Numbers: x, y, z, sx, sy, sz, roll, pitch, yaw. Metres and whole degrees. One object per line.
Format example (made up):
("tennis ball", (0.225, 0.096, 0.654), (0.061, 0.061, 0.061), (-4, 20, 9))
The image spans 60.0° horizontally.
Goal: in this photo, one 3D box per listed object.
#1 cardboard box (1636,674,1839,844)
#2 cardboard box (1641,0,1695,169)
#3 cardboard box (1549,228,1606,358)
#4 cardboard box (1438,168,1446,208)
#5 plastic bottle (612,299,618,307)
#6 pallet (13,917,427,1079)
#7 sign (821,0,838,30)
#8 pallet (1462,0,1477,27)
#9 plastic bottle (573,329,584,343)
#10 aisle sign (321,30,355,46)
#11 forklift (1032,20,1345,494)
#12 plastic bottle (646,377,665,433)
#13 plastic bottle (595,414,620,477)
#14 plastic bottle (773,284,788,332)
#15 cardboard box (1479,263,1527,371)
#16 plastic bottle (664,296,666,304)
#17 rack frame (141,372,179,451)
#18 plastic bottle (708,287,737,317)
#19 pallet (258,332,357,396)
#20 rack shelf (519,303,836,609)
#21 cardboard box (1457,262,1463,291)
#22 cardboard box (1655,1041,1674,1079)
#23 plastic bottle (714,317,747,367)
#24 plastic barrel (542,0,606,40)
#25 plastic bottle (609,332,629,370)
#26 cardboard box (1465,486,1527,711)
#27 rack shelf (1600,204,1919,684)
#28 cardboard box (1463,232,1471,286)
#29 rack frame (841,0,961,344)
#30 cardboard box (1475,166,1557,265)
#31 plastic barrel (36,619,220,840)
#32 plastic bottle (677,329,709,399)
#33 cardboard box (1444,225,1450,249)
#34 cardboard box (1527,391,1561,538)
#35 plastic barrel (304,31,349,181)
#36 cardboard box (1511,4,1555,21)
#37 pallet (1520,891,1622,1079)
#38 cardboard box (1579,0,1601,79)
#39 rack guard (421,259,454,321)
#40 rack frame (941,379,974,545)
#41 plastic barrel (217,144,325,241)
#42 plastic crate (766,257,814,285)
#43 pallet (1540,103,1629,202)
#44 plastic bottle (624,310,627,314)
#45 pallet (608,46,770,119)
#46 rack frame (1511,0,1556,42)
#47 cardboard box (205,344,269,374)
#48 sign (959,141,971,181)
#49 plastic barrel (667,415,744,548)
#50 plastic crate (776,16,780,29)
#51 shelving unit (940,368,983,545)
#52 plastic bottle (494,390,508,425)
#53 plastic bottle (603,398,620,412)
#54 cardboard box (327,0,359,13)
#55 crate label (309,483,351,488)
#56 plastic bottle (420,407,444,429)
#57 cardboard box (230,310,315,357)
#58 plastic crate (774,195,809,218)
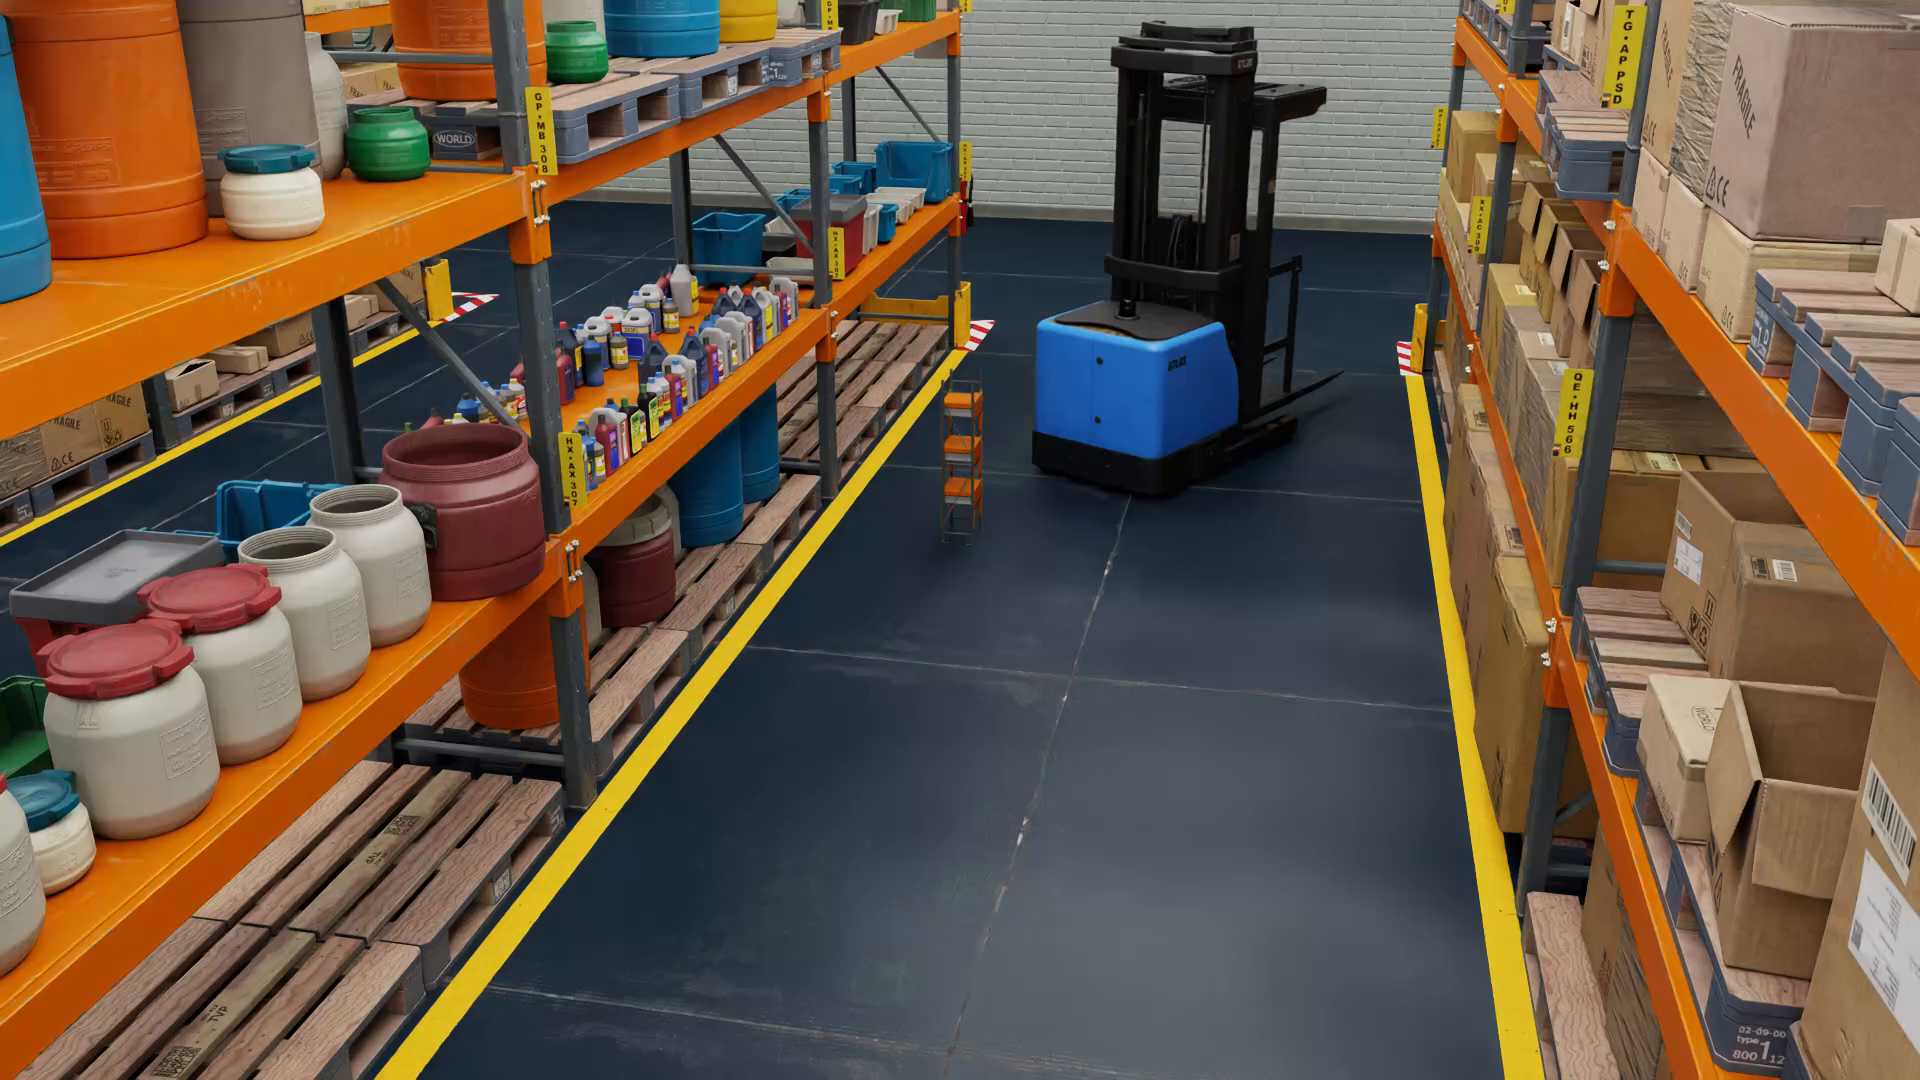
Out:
("cardboard box", (2.152, 0.600, 4.487), (0.500, 0.250, 0.500), (4, 22, 9))
("cardboard box", (2.372, -1.387, 4.965), (0.500, 0.500, 0.500), (5, 22, 11))
("cardboard box", (3.151, -1.132, 7.672), (0.797, 0.503, 0.637), (5, 23, 13))
("cardboard box", (3.990, -2.709, 12.868), (0.500, 0.250, 0.500), (4, 22, 9))
("plastic bottle", (-1.987, -1.230, 9.549), (0.061, 0.283, 0.133), (4, 22, 11))
("pallet", (-2.576, 1.771, 5.674), (1.003, 0.211, 1.213), (4, 22, 11))
("sign", (-0.775, -3.063, 9.918), (0.100, 0.325, 0.005), (4, 22, 11))
("pallet", (4.211, -3.874, 12.061), (1.003, 0.211, 1.213), (4, 22, 11))
("plastic bottle", (-2.087, -1.011, 9.021), (0.097, 0.271, 0.097), (0, 22, 0))
("aisle sign", (-5.619, -4.806, 14.791), (0.394, 0.787, 0.004), (4, 22, 11))
("forklift", (1.818, -2.139, 11.742), (1.130, 2.935, 3.031), (17, 27, 36))
("plastic bottle", (-1.505, -0.664, 8.160), (0.097, 0.271, 0.097), (0, 22, 0))
("plastic bottle", (-1.613, -0.444, 7.597), (0.061, 0.283, 0.133), (4, 22, 11))
("plastic bottle", (-1.080, -1.400, 9.970), (0.061, 0.283, 0.133), (4, 22, 11))
("cardboard box", (3.197, -1.230, 9.259), (0.500, 0.500, 0.500), (5, 22, 11))
("plastic bottle", (-1.838, -1.424, 10.141), (0.097, 0.201, 0.097), (0, 22, 0))
("rack frame", (-6.161, -2.089, 11.527), (1.000, 3.000, 0.127), (4, 22, 11))
("plastic bottle", (-1.359, -1.270, 9.558), (0.144, 0.351, 0.185), (4, 22, 11))
("pallet", (-5.774, -1.494, 13.782), (1.003, 0.211, 1.213), (4, 22, 11))
("rack shelf", (-1.721, -0.645, 8.904), (1.077, 0.370, 4.000), (4, 22, 11))
("cardboard box", (3.487, -1.729, 10.969), (0.380, 0.149, 0.250), (5, 22, 12))
("cardboard box", (2.393, 1.744, 4.766), (0.700, 0.500, 0.500), (6, 23, 15))
("plastic bottle", (-1.282, -1.117, 9.278), (0.152, 0.276, 0.135), (4, 22, 11))
("plastic barrel", (-1.915, -2.557, 7.927), (0.433, 0.535, 0.433), (0, 22, 0))
("plastic bottle", (-1.891, -1.052, 9.216), (0.097, 0.201, 0.097), (0, 22, 0))
("cardboard box", (3.070, 0.344, 7.765), (1.225, 0.875, 0.875), (5, 22, 11))
("rack shelf", (2.311, -0.196, 3.774), (1.077, 0.370, 4.000), (4, 22, 11))
("cardboard box", (3.472, -1.772, 10.542), (0.500, 0.250, 0.500), (5, 23, 13))
("rack frame", (-0.497, -3.173, 14.218), (1.000, 3.000, 0.127), (4, 22, 11))
("cardboard box", (3.368, -1.938, 9.948), (0.500, 0.500, 0.500), (5, 22, 12))
("plastic barrel", (-2.386, 0.551, 4.789), (0.433, 0.535, 0.433), (0, 22, 0))
("plastic bottle", (-1.405, -0.924, 8.698), (0.144, 0.351, 0.185), (4, 22, 11))
("cardboard box", (3.749, -2.199, 12.134), (0.380, 0.149, 0.250), (4, 22, 10))
("cardboard box", (2.685, -0.298, 6.944), (0.500, 0.500, 0.500), (4, 22, 10))
("plastic barrel", (-2.493, -1.601, 6.148), (0.421, 0.512, 0.421), (0, 22, 0))
("cardboard box", (3.637, -3.303, 9.694), (0.700, 0.500, 0.500), (3, 22, 8))
("pallet", (2.559, 1.709, 5.827), (1.003, 0.211, 1.213), (4, 22, 11))
("cardboard box", (3.115, -2.253, 7.217), (0.797, 0.503, 0.637), (4, 22, 10))
("rack guard", (-5.361, -2.365, 15.557), (1.175, 0.500, 0.348), (4, 22, 11))
("rack frame", (-0.014, -0.462, 10.095), (0.200, 1.050, 0.008), (4, 22, 11))
("plastic barrel", (-2.160, -1.092, 5.220), (0.301, 0.262, 0.301), (0, 22, 0))
("plastic crate", (-1.078, -1.775, 11.019), (0.396, 0.136, 0.243), (4, 22, 11))
("pallet", (2.799, -1.413, 6.085), (1.213, 0.211, 1.003), (6, 23, 13))
("plastic bottle", (-1.945, -1.233, 9.665), (0.097, 0.201, 0.097), (0, 22, 0))
("pallet", (-1.606, -2.305, 8.300), (1.003, 0.211, 1.213), (4, 22, 11))
("rack frame", (3.536, -4.116, 8.527), (1.000, 3.000, 0.127), (4, 22, 11))
("cardboard box", (-5.697, -1.433, 13.101), (0.380, 0.166, 0.250), (4, 22, 11))
("sign", (0.045, -3.213, 14.098), (0.100, 0.325, 0.005), (4, 22, 11))
("plastic barrel", (-1.585, -0.475, 9.765), (0.600, 0.901, 0.708), (4, 22, 11))
("plastic crate", (-1.426, -3.474, 11.301), (0.293, 0.136, 0.466), (4, 22, 11))
("shelving unit", (0.011, -0.507, 10.206), (0.215, 1.050, 0.252), (4, 22, 11))
("plastic bottle", (-2.277, -0.639, 8.191), (0.097, 0.201, 0.097), (0, 22, 0))
("plastic bottle", (-1.639, -0.536, 7.841), (0.097, 0.271, 0.097), (0, 22, 0))
("cardboard box", (-5.305, -4.484, 13.658), (0.500, 0.250, 0.500), (4, 22, 11))
("crate label", (-2.582, -0.044, 6.673), (0.303, 0.233, 0.416), (4, 22, 11))
("plastic bottle", (-2.417, -0.458, 7.633), (0.061, 0.283, 0.133), (4, 22, 11))
("cardboard box", (-5.783, -1.823, 13.618), (0.797, 0.503, 0.637), (4, 22, 11))
("plastic crate", (-1.199, -2.467, 12.608), (0.416, 0.233, 0.300), (4, 22, 11))
